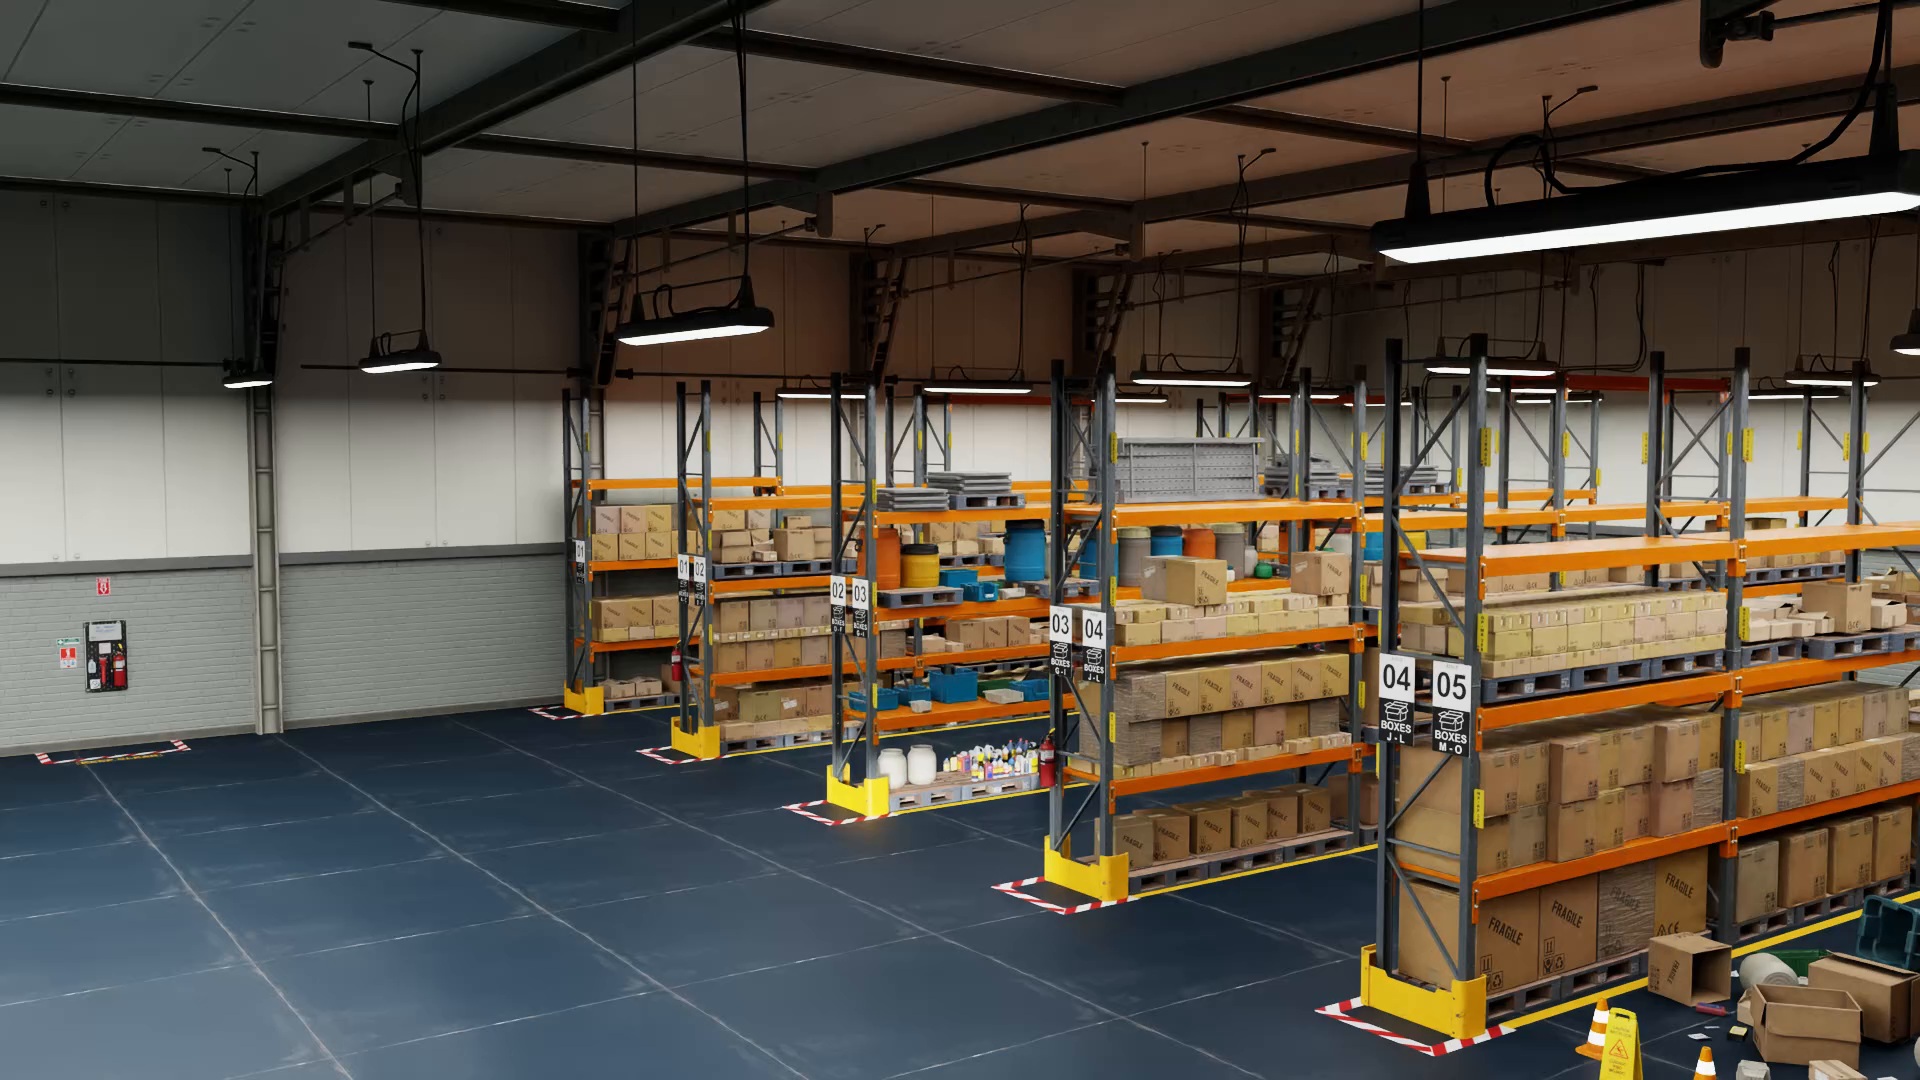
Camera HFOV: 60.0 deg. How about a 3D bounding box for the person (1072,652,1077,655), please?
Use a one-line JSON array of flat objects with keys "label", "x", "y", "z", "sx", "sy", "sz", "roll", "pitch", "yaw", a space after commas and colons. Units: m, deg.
[{"label": "person", "x": 2.374, "y": 2.090, "z": 34.921, "sx": 1.029, "sy": 1.621, "sz": 0.491, "roll": -3, "pitch": 4, "yaw": -35}]
